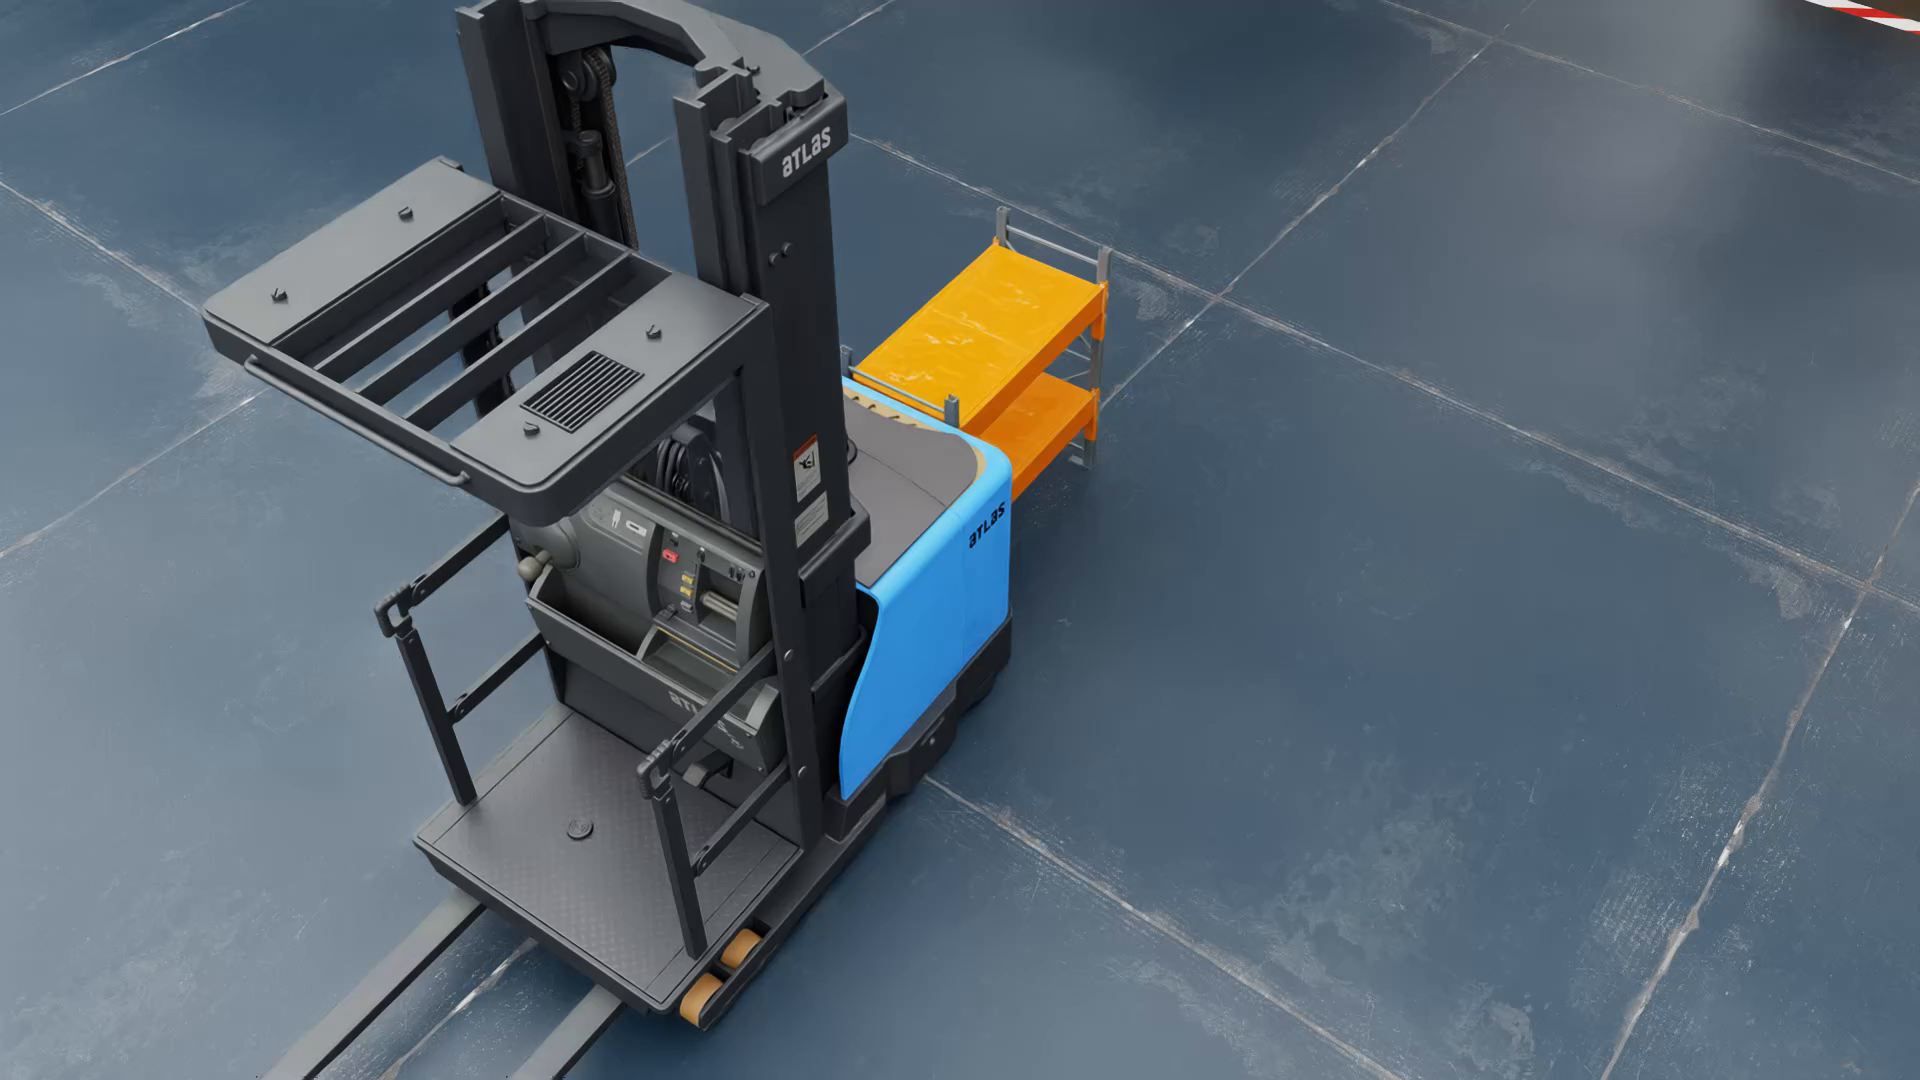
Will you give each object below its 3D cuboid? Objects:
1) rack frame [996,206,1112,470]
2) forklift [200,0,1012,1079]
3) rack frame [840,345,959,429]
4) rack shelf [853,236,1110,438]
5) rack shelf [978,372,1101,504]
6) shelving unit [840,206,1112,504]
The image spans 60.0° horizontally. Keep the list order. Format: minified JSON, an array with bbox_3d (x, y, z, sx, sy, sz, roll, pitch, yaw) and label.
[{"bbox_3d":[0.357,-0.795,6.731,0.500,1.125,0.032,26,52,23],"label":"rack frame"},{"bbox_3d":[-1.057,0.127,4.602,1.130,2.935,3.031,26,52,23],"label":"forklift"},{"bbox_3d":[-0.217,-0.188,6.151,0.500,1.125,0.032,26,52,23],"label":"rack frame"},{"bbox_3d":[0.070,-0.693,6.230,0.538,0.278,1.000,26,52,23],"label":"rack shelf"},{"bbox_3d":[0.070,-0.322,6.618,0.538,0.278,1.000,26,52,23],"label":"rack shelf"},{"bbox_3d":[0.070,-0.491,6.441,0.538,1.125,1.048,26,52,23],"label":"shelving unit"}]
